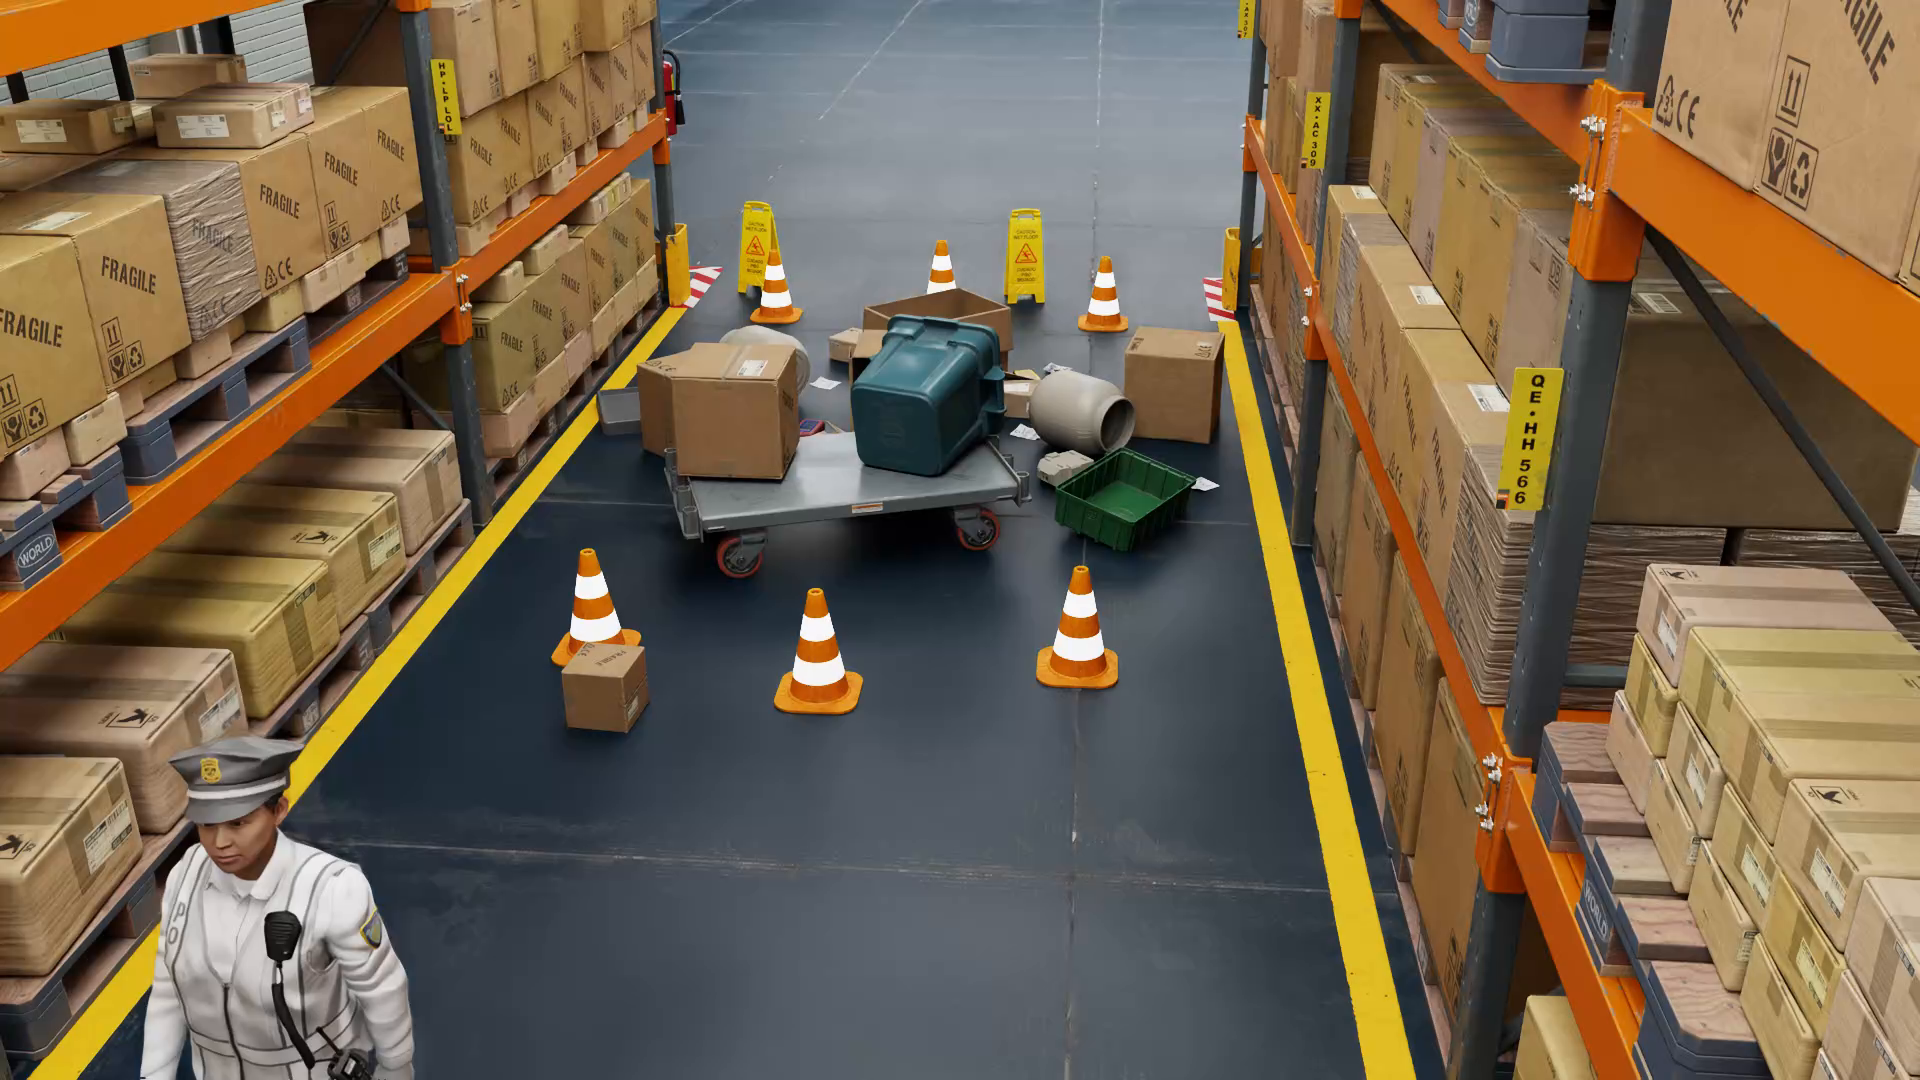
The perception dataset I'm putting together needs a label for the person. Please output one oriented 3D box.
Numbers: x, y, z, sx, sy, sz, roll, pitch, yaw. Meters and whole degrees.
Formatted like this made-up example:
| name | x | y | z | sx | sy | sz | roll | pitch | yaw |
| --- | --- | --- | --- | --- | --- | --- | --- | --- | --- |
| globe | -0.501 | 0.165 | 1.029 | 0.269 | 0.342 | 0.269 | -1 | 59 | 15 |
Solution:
| name | x | y | z | sx | sy | sz | roll | pitch | yaw |
| --- | --- | --- | --- | --- | --- | --- | --- | --- | --- |
| person | -1.466 | 1.156 | 3.520 | 0.495 | 1.630 | 0.971 | 6 | 25 | 13 |
